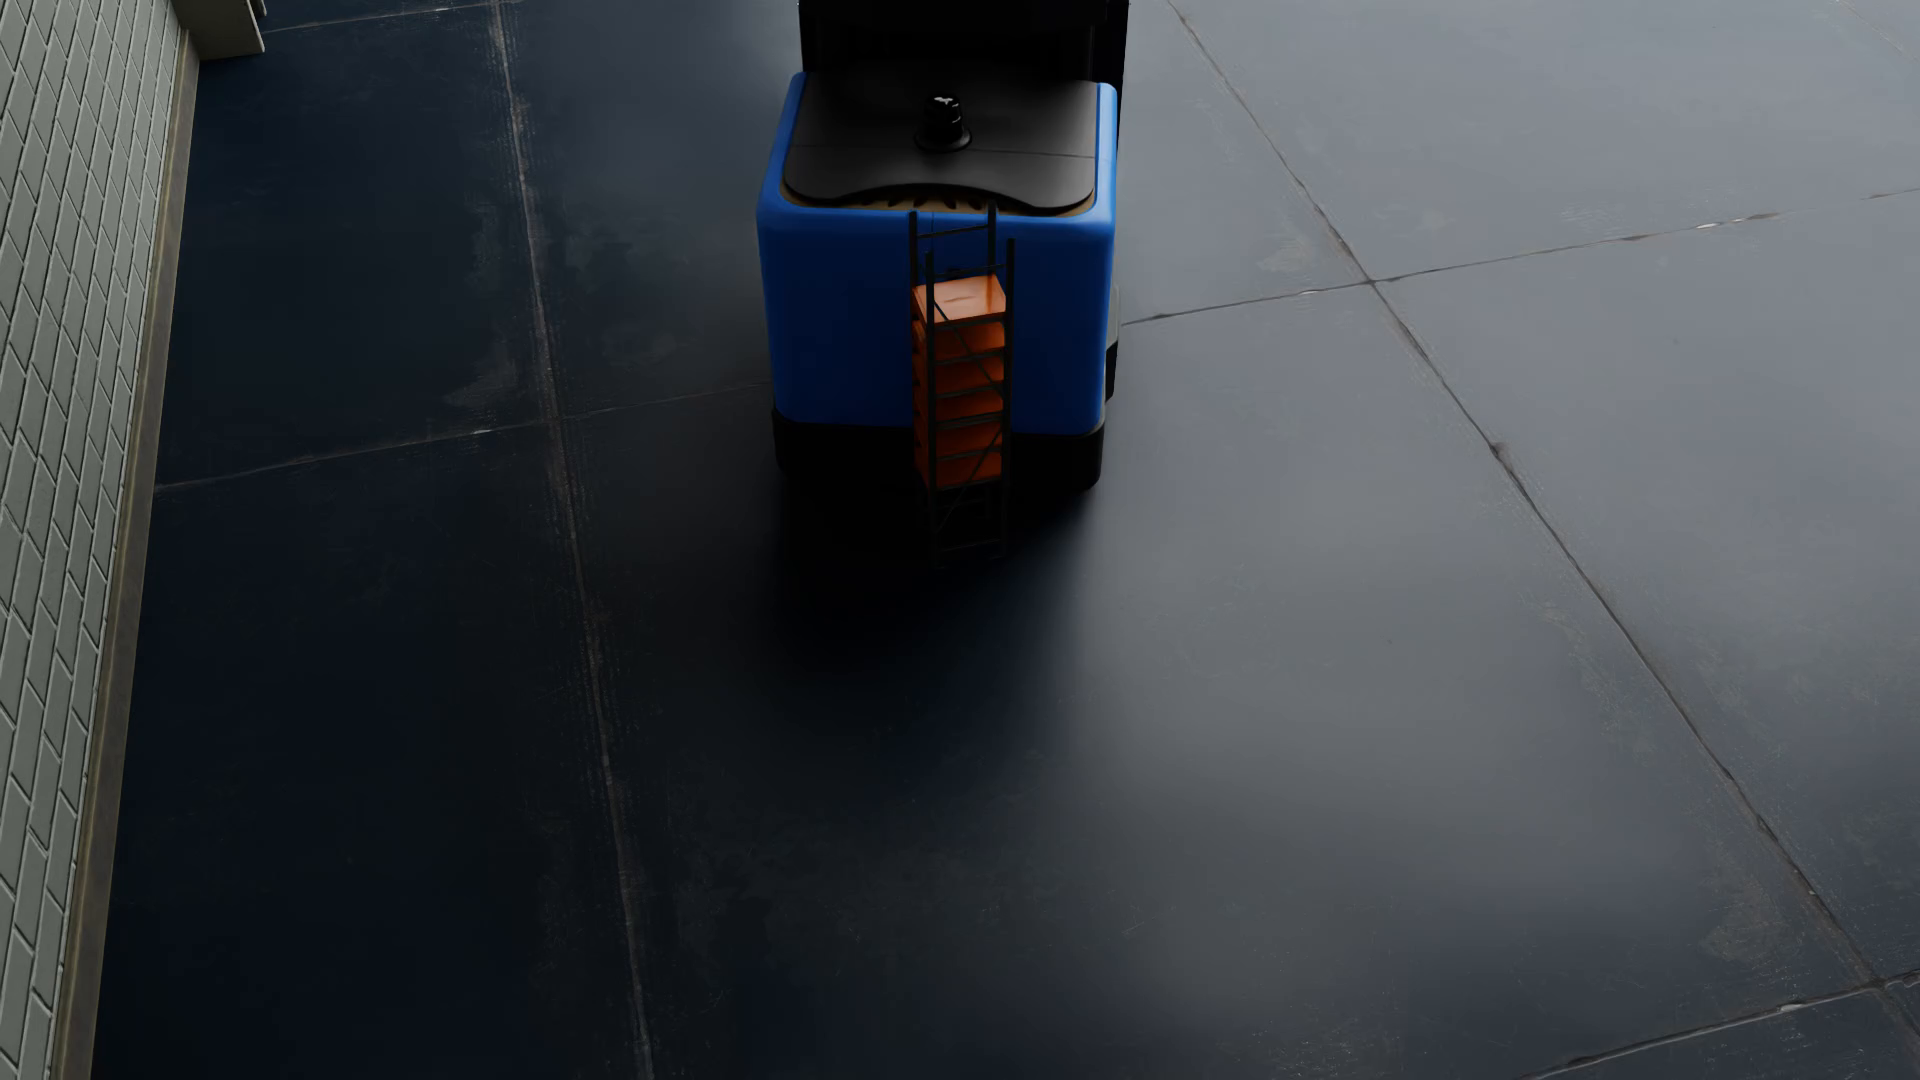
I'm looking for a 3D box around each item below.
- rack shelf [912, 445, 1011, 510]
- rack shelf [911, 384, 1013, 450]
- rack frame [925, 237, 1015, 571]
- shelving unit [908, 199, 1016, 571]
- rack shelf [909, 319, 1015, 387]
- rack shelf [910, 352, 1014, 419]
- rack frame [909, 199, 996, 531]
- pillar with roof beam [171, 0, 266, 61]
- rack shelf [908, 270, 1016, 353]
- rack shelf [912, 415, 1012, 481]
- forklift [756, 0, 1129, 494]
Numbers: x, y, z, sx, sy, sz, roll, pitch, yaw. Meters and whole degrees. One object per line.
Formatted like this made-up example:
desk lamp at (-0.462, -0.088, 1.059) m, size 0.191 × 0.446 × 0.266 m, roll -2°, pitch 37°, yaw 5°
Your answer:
rack shelf at (0.004, -0.211, 5.015) m, size 0.258 × 0.103 × 0.180 m, roll -11°, pitch 47°, yaw -10°
rack shelf at (0.004, -0.379, 4.843) m, size 0.258 × 0.103 × 0.180 m, roll -11°, pitch 47°, yaw -10°
rack frame at (0.027, -0.347, 4.750) m, size 0.240 × 1.200 × 0.006 m, roll -11°, pitch 47°, yaw -10°
shelving unit at (0.004, -0.410, 4.812) m, size 0.258 × 1.200 × 0.189 m, roll -11°, pitch 47°, yaw -10°
rack shelf at (0.004, -0.547, 4.672) m, size 0.258 × 0.103 × 0.180 m, roll -11°, pitch 47°, yaw -10°
rack shelf at (0.004, -0.463, 4.758) m, size 0.258 × 0.103 × 0.180 m, roll -11°, pitch 47°, yaw -10°
rack frame at (-0.020, -0.473, 4.874) m, size 0.240 × 1.200 × 0.006 m, roll -11°, pitch 47°, yaw -10°
pillar with roof beam at (0.878, -6.204, 5.029) m, size 9.100 × 9.000 × 0.400 m, roll -11°, pitch 47°, yaw -10°
rack shelf at (0.004, -0.631, 4.586) m, size 0.258 × 0.103 × 0.180 m, roll -11°, pitch 47°, yaw -10°
rack shelf at (0.004, -0.295, 4.929) m, size 0.258 × 0.103 × 0.180 m, roll -11°, pitch 47°, yaw -10°
forklift at (0.029, -2.221, 5.374) m, size 1.130 × 2.935 × 3.031 m, roll 3°, pitch 46°, yaw 3°
